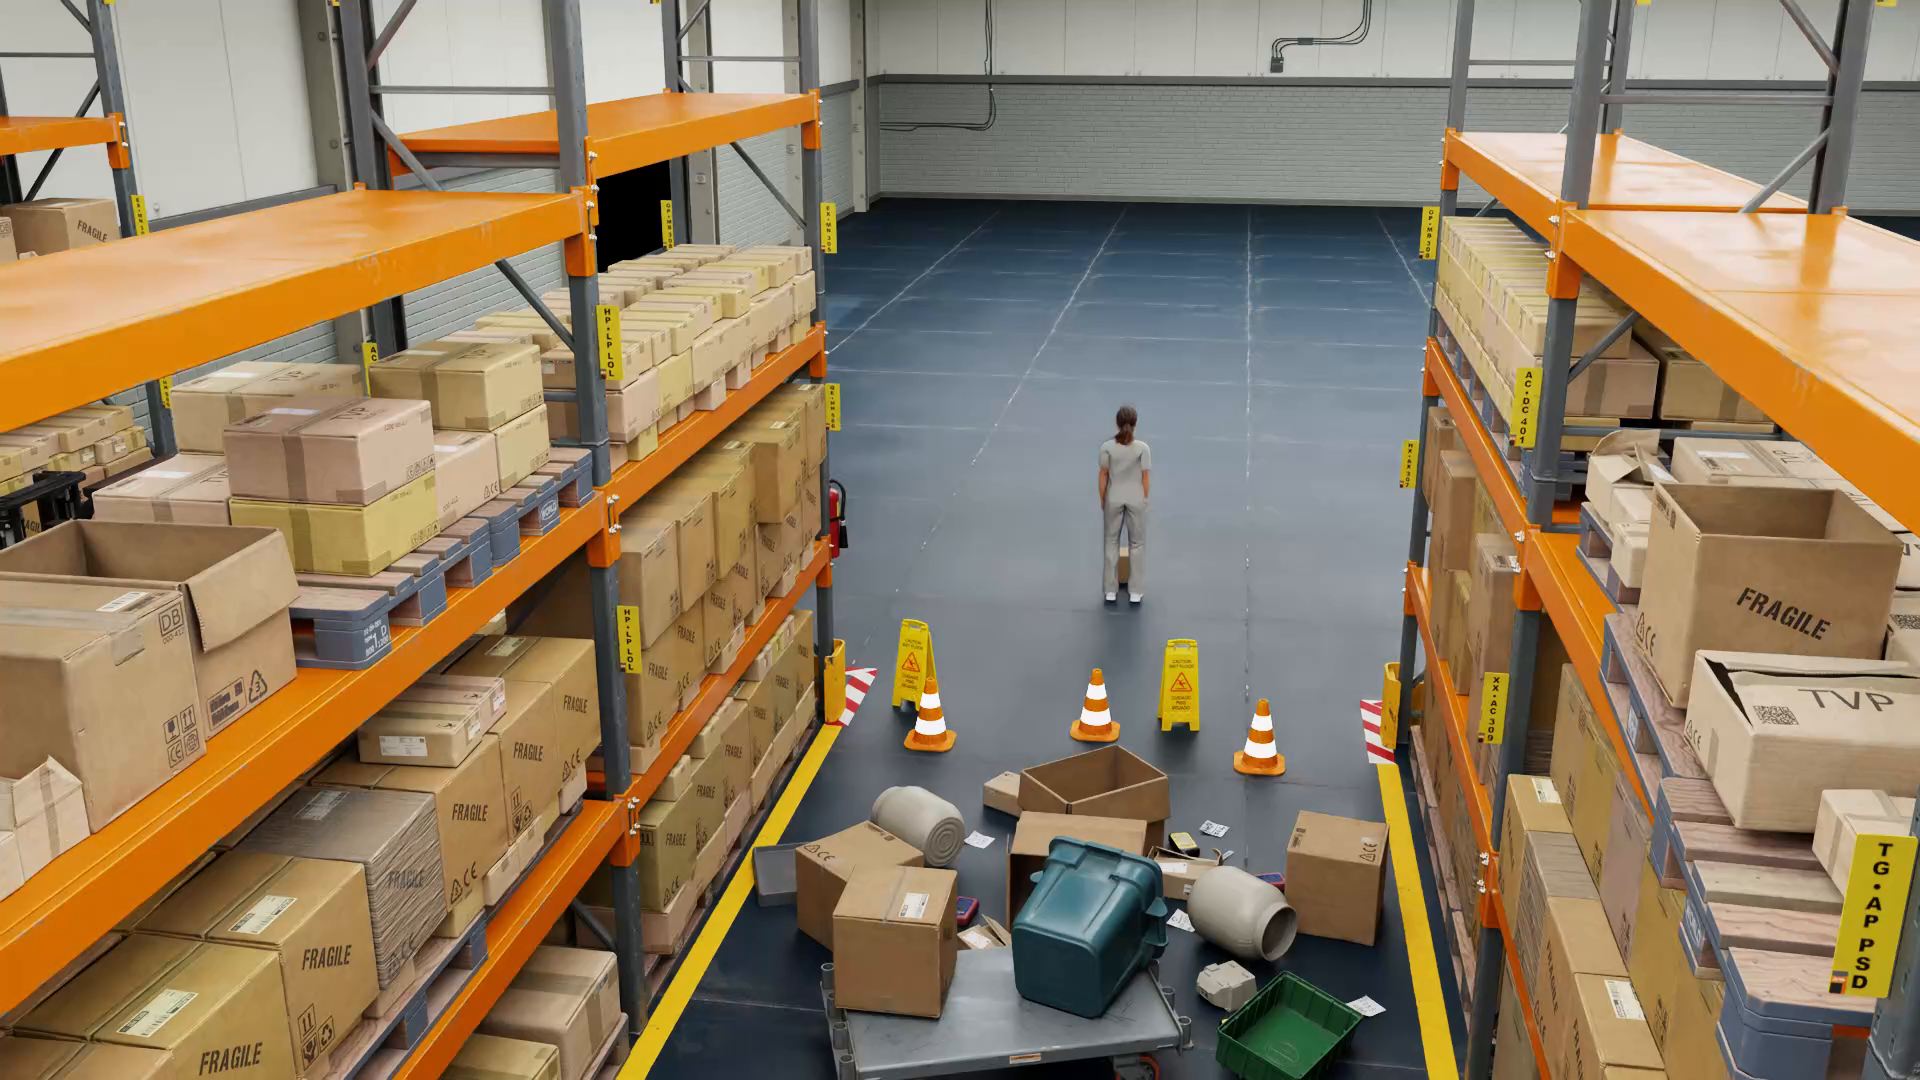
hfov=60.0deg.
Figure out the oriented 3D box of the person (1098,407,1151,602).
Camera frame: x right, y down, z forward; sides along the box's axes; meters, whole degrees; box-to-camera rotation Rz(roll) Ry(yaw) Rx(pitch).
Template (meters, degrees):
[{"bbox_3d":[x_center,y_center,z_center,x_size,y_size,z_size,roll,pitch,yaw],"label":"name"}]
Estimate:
[{"bbox_3d":[1.378,-0.303,14.004,0.441,1.672,0.349,3,18,10],"label":"person"}]
